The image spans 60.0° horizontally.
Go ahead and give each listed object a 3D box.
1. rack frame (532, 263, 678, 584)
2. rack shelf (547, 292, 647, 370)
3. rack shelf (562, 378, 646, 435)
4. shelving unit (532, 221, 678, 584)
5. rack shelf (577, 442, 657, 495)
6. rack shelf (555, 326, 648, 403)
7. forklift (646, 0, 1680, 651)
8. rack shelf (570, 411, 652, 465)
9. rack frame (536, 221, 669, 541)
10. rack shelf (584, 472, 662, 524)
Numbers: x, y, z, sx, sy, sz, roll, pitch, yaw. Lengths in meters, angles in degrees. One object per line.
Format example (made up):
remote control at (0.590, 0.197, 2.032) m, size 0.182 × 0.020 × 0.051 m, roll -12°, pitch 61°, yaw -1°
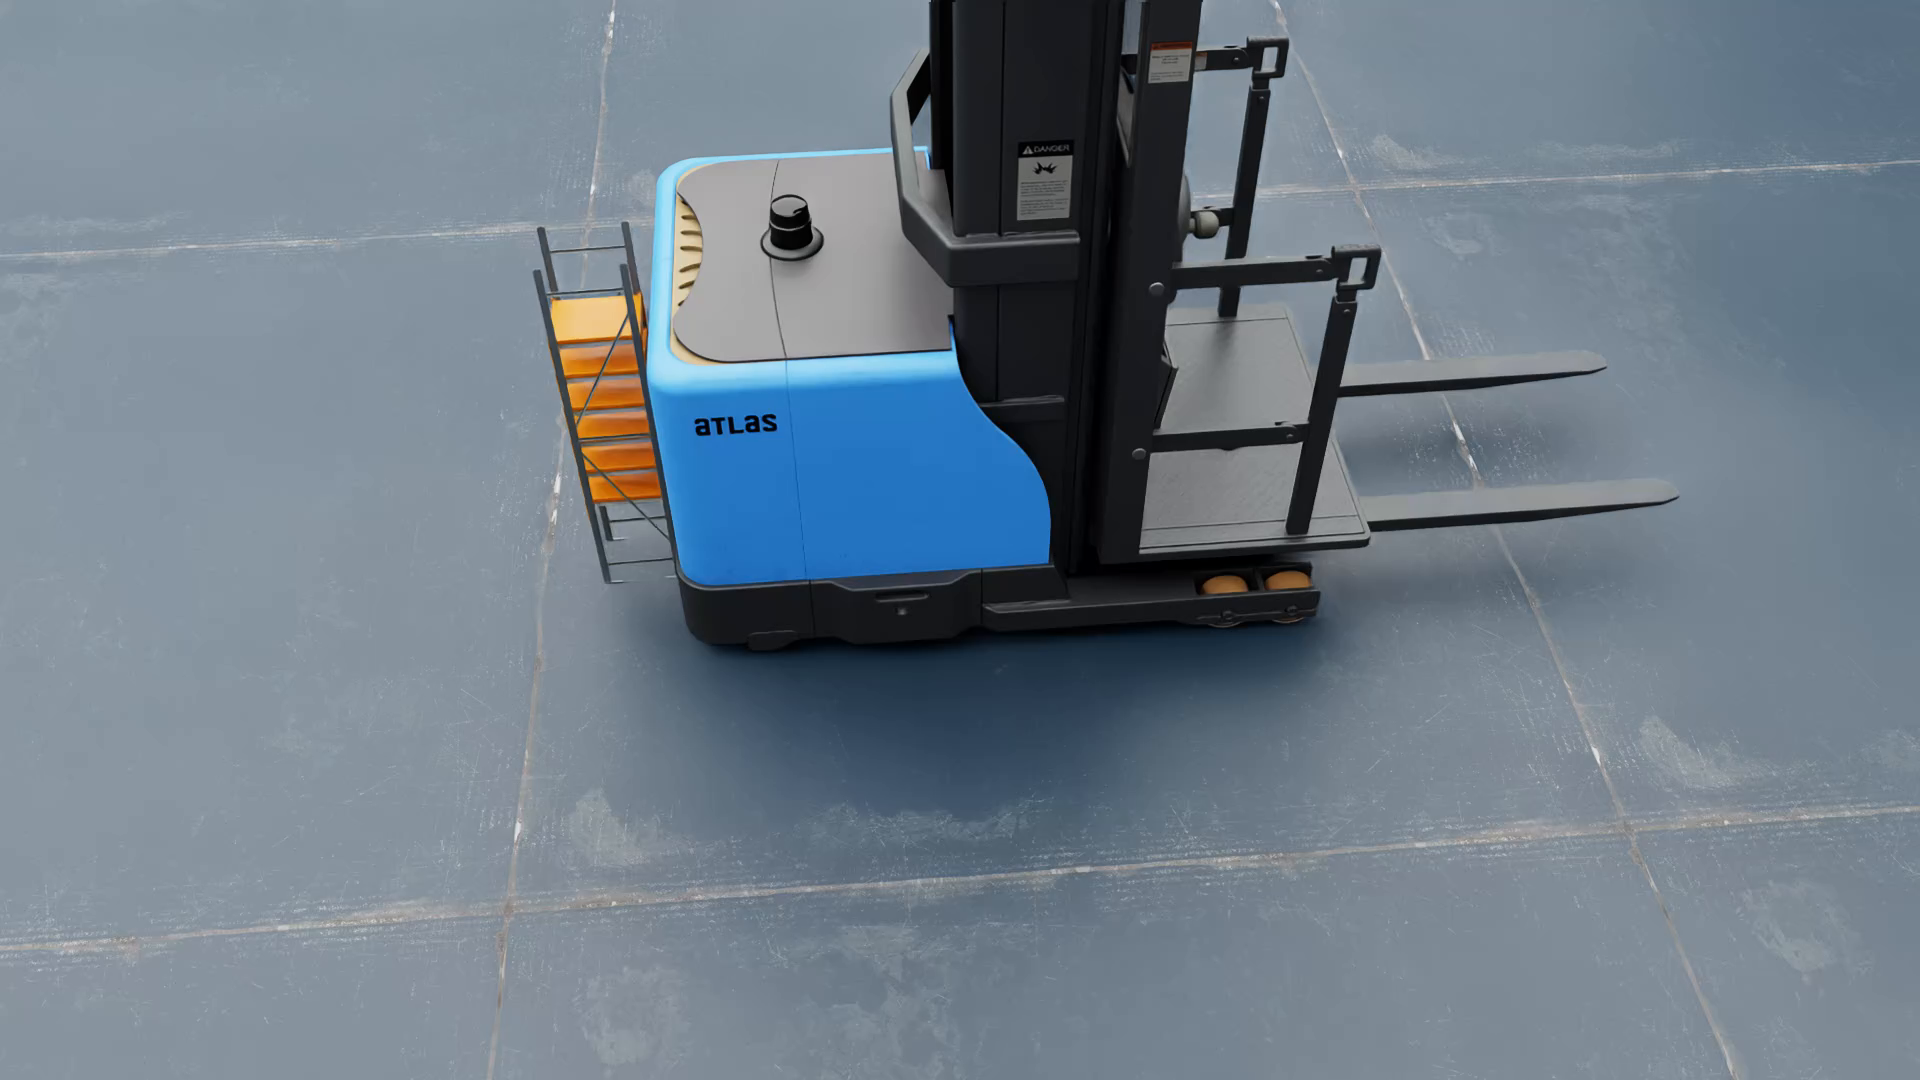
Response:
rack frame at (-0.975, -0.288, 4.696) m, size 0.240 × 1.200 × 0.006 m, roll -5°, pitch 47°, yaw -5°
rack shelf at (-0.985, -0.571, 4.530) m, size 0.258 × 0.103 × 0.180 m, roll -5°, pitch 47°, yaw -5°
rack shelf at (-0.985, -0.406, 4.704) m, size 0.258 × 0.103 × 0.180 m, roll -5°, pitch 47°, yaw -5°
shelving unit at (-0.985, -0.354, 4.759) m, size 0.258 × 1.200 × 0.189 m, roll -5°, pitch 47°, yaw -5°
rack shelf at (-0.985, -0.241, 4.878) m, size 0.258 × 0.103 × 0.180 m, roll -5°, pitch 47°, yaw -5°
rack shelf at (-0.985, -0.489, 4.617) m, size 0.258 × 0.103 × 0.180 m, roll -5°, pitch 47°, yaw -5°
forklift at (0.658, -1.126, 4.298) m, size 3.031 × 2.935 × 1.130 m, roll -4°, pitch 47°, yaw -4°
rack shelf at (-0.985, -0.324, 4.791) m, size 0.258 × 0.103 × 0.180 m, roll -5°, pitch 47°, yaw -5°
rack frame at (-0.996, -0.420, 4.821) m, size 0.240 × 1.200 × 0.006 m, roll -5°, pitch 47°, yaw -5°
rack shelf at (-0.985, -0.158, 4.965) m, size 0.258 × 0.103 × 0.180 m, roll -5°, pitch 47°, yaw -5°
